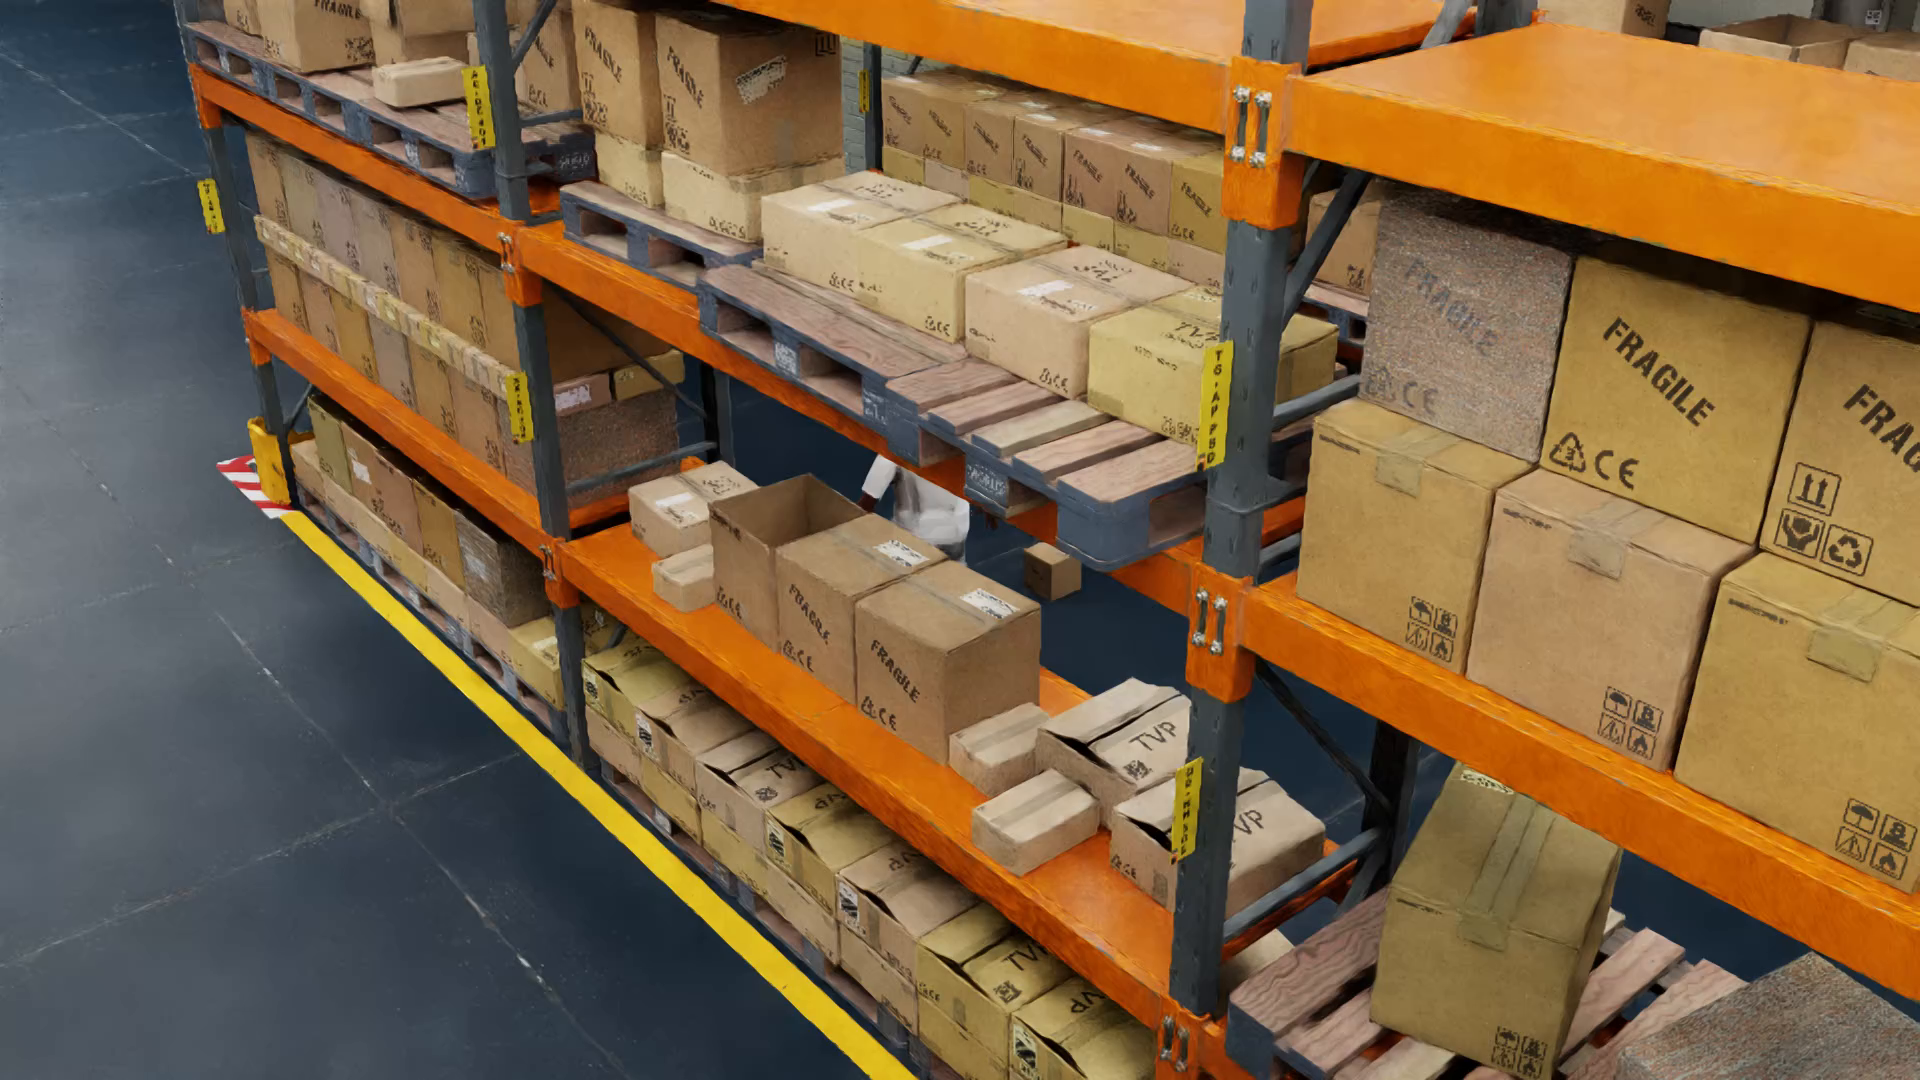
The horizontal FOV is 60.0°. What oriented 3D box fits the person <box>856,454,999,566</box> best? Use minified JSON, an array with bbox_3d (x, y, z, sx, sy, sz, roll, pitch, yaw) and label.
[{"bbox_3d":[-0.246,-0.136,9.029,0.897,1.614,0.537,-9,29,-16],"label":"person"}]
